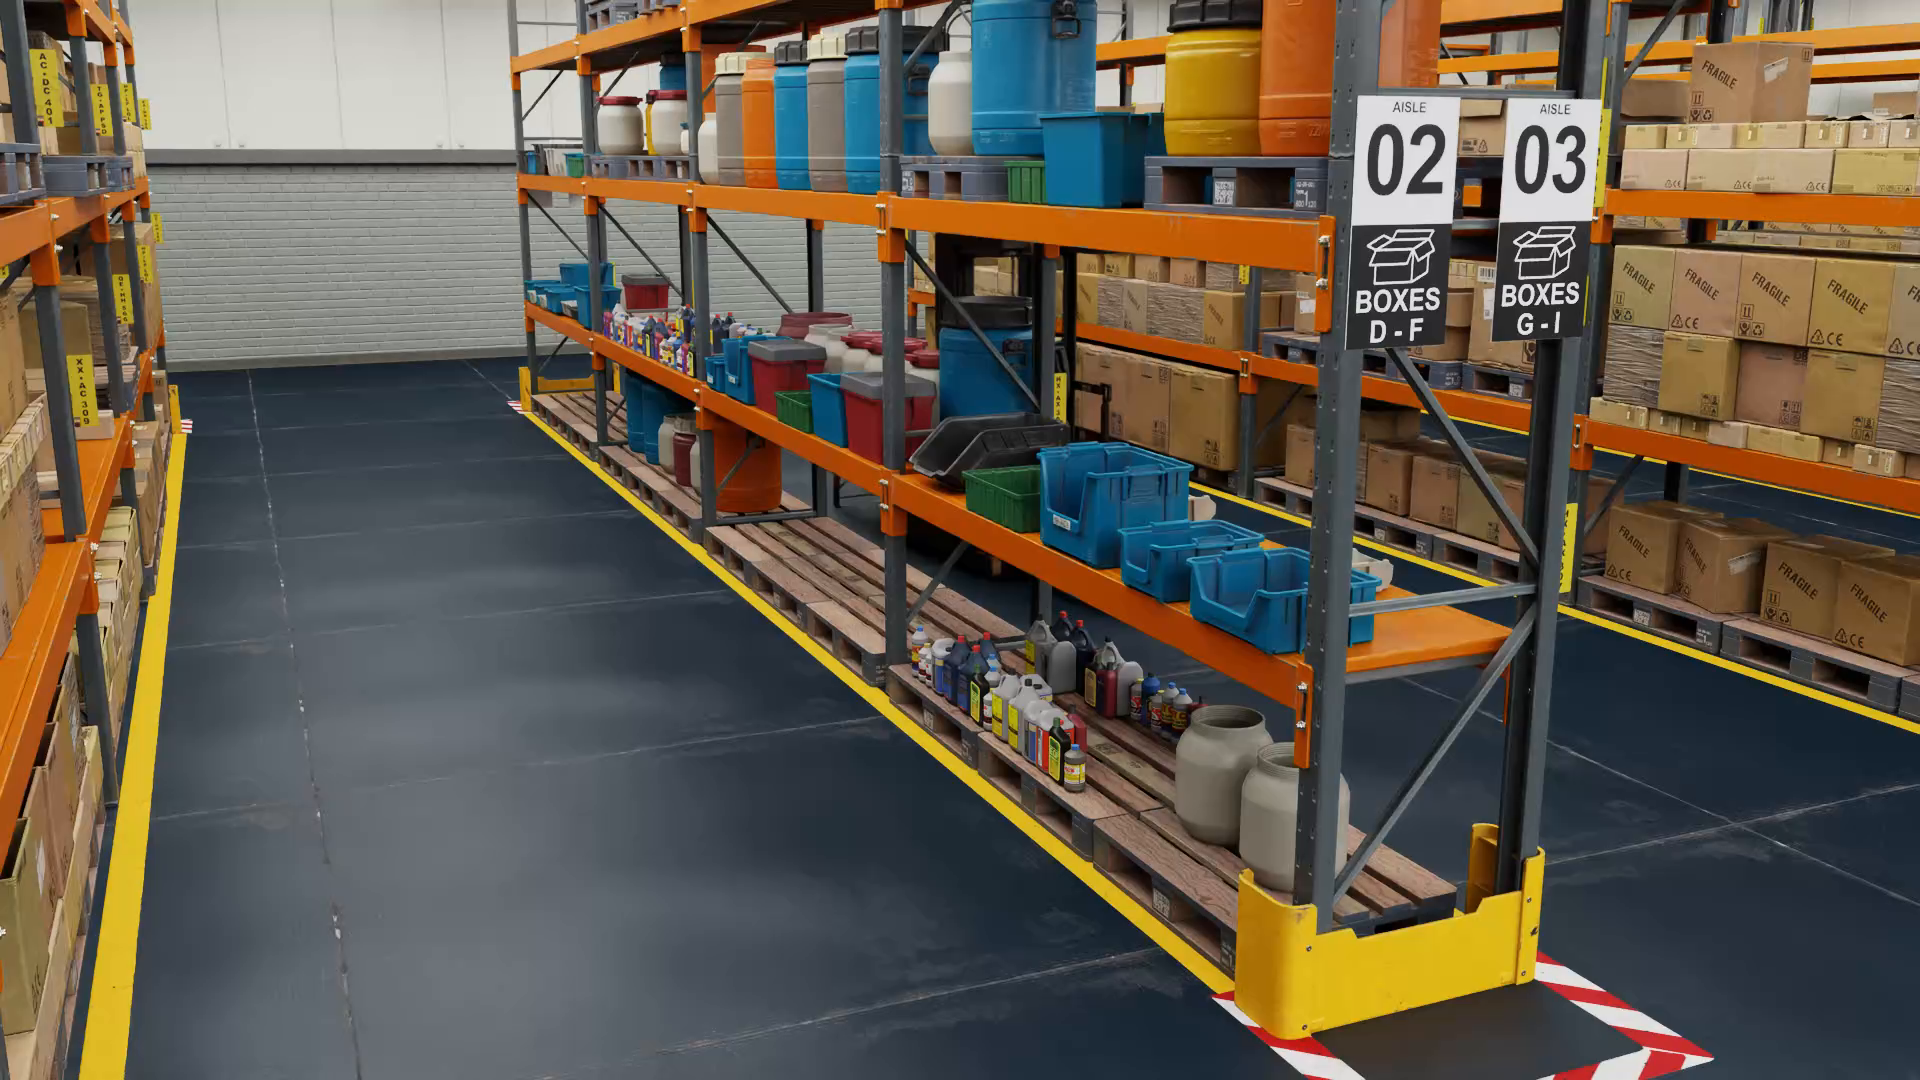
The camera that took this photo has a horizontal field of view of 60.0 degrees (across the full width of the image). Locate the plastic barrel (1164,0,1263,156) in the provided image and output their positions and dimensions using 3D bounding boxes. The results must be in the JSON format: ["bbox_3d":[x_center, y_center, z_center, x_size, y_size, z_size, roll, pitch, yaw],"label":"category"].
[{"bbox_3d":[1.084,-1.767,6.349,0.600,0.588,0.600,0,13,0],"label":"plastic barrel"}]

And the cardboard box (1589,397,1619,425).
[{"bbox_3d":[4.404,-0.865,11.011,0.380,0.149,0.250,-6,14,-23],"label":"cardboard box"}]

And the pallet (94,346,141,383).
[{"bbox_3d":[-6.871,-1.299,12.755,1.003,0.211,1.213,-6,14,-23],"label":"pallet"}]

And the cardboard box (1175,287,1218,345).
[{"bbox_3d":[2.372,-2.117,15.642,0.500,0.500,0.500,-6,14,-23],"label":"cardboard box"}]

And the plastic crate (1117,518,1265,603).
[{"bbox_3d":[0.928,0.077,6.717,0.499,0.251,0.408,-6,14,-23],"label":"plastic crate"}]

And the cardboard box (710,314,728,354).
[{"bbox_3d":[-2.126,-1.811,14.650,0.147,0.351,0.187,-6,14,-24],"label":"cardboard box"}]

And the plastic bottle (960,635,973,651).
[{"bbox_3d":[0.033,0.658,8.924,0.061,0.283,0.133,-6,14,-23],"label":"plastic bottle"}]

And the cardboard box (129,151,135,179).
[{"bbox_3d":[-7.854,-3.432,15.227,0.500,0.250,0.500,-6,14,-23],"label":"cardboard box"}]

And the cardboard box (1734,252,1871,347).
[{"bbox_3d":[4.942,-1.417,9.741,0.500,0.500,0.500,-6,14,-23],"label":"cardboard box"}]

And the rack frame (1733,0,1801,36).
[{"bbox_3d":[10.469,-6.529,21.624,1.000,3.000,0.127,-6,14,-23],"label":"rack frame"}]

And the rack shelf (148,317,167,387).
[{"bbox_3d":[-8.491,-1.880,16.437,1.077,0.370,4.000,-6,14,-23],"label":"rack shelf"}]

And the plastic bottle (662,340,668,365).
[{"bbox_3d":[-2.456,-1.580,13.984,0.097,0.201,0.097,0,13,0],"label":"plastic bottle"}]

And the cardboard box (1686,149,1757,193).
[{"bbox_3d":[4.755,-2.222,9.998,0.500,0.250,0.500,-6,14,-23],"label":"cardboard box"}]

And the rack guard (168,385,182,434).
[{"bbox_3d":[-9.262,-1.410,18.355,1.175,0.500,0.348,-6,14,-23],"label":"rack guard"}]

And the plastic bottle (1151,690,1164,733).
[{"bbox_3d":[1.000,0.849,8.278,0.097,0.201,0.097,0,13,0],"label":"plastic bottle"}]

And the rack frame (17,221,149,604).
[{"bbox_3d":[-6.087,-0.991,11.000,1.000,3.000,0.127,-6,14,-23],"label":"rack frame"}]

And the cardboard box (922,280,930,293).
[{"bbox_3d":[-0.270,-3.259,21.358,0.380,0.149,0.250,-6,14,-24],"label":"cardboard box"}]

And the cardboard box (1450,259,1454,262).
[{"bbox_3d":[5.828,-3.331,19.415,0.380,0.149,0.250,-5,14,-21],"label":"cardboard box"}]

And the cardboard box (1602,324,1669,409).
[{"bbox_3d":[4.717,-1.154,10.821,0.875,0.500,0.500,-6,14,-23],"label":"cardboard box"}]

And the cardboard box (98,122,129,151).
[{"bbox_3d":[-7.657,-3.572,14.724,0.500,0.250,0.500,-6,14,-23],"label":"cardboard box"}]

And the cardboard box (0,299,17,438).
[{"bbox_3d":[-4.098,-0.650,6.427,0.700,0.500,0.500,-6,14,-23],"label":"cardboard box"}]

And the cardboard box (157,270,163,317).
[{"bbox_3d":[-8.863,-2.625,17.836,0.500,0.500,0.500,-5,14,-21],"label":"cardboard box"}]

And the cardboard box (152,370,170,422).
[{"bbox_3d":[-8.848,-1.550,17.984,0.500,0.500,0.500,-6,14,-23],"label":"cardboard box"}]

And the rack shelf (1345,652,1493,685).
[{"bbox_3d":[0.856,0.083,7.638,0.831,0.071,3.687,-6,14,-23],"label":"rack shelf"}]

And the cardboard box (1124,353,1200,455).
[{"bbox_3d":[2.384,-1.384,16.477,1.225,0.875,0.875,-6,14,-23],"label":"cardboard box"}]

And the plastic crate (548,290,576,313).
[{"bbox_3d":[-4.307,-2.623,18.291,0.416,0.233,0.300,-6,14,-23],"label":"plastic crate"}]

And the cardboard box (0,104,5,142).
[{"bbox_3d":[-4.946,-1.999,8.103,0.500,0.250,0.500,-7,15,-28],"label":"cardboard box"}]

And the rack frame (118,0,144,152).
[{"bbox_3d":[-9.292,-5.567,17.464,1.000,3.000,0.127,-6,14,-23],"label":"rack frame"}]

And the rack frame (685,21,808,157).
[{"bbox_3d":[-1.547,-4.360,12.253,1.000,3.000,0.127,-6,14,-23],"label":"rack frame"}]

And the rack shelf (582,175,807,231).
[{"bbox_3d":[-2.348,-2.962,14.458,1.077,0.370,4.000,-6,14,-23],"label":"rack shelf"}]

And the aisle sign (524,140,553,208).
[{"bbox_3d":[-5.053,-4.345,19.726,0.394,0.787,0.004,-6,14,-23],"label":"aisle sign"}]

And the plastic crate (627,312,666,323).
[{"bbox_3d":[-3.205,-2.274,16.994,0.396,0.136,0.243,-6,14,-23],"label":"plastic crate"}]

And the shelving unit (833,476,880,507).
[{"bbox_3d":[11.197,-2.666,11.584,18.801,6.000,16.628,-7,15,-29],"label":"shelving unit"}]

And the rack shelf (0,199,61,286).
[{"bbox_3d":[-3.684,-0.862,5.386,1.077,0.370,4.000,-6,14,-23],"label":"rack shelf"}]

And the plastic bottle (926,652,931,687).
[{"bbox_3d":[-0.137,0.685,8.987,0.097,0.201,0.097,0,13,0],"label":"plastic bottle"}]

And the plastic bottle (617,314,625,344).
[{"bbox_3d":[-3.145,-1.969,15.512,0.097,0.271,0.097,0,13,0],"label":"plastic bottle"}]

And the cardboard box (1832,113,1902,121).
[{"bbox_3d":[8.071,-3.604,14.683,0.500,0.311,0.500,-6,14,-24],"label":"cardboard box"}]

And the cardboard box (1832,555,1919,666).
[{"bbox_3d":[5.457,0.399,9.606,0.500,0.500,0.500,-4,14,-18],"label":"cardboard box"}]

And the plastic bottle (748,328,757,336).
[{"bbox_3d":[-2.200,-1.909,15.252,0.097,0.271,2.212,-6,14,-23],"label":"plastic bottle"}]

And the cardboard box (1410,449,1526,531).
[{"bbox_3d":[3.969,-0.400,13.013,0.700,0.500,0.500,-7,15,-28],"label":"cardboard box"}]

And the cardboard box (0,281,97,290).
[{"bbox_3d":[-7.371,-1.816,13.412,0.700,0.500,0.500,-3,13,-14],"label":"cardboard box"}]

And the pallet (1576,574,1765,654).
[{"bbox_3d":[4.895,0.435,11.020,1.003,0.211,1.213,-6,14,-23],"label":"pallet"}]

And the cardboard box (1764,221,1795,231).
[{"bbox_3d":[10.611,-3.923,21.228,0.500,0.500,0.500,-6,14,-23],"label":"cardboard box"}]

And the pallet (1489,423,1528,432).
[{"bbox_3d":[8.019,-2.142,22.155,6.027,0.211,6.516,-6,14,-23],"label":"pallet"}]

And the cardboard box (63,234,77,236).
[{"bbox_3d":[-8.337,-2.540,15.253,0.500,0.500,0.500,-6,14,-24],"label":"cardboard box"}]

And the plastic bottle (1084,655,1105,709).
[{"bbox_3d":[0.700,0.726,8.630,0.061,0.283,0.133,-6,14,-23],"label":"plastic bottle"}]

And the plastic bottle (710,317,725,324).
[{"bbox_3d":[-2.200,-1.896,15.185,0.152,0.276,0.135,-6,14,-23],"label":"plastic bottle"}]

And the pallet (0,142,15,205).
[{"bbox_3d":[-3.635,-1.157,5.262,1.003,0.211,1.213,-6,14,-23],"label":"pallet"}]

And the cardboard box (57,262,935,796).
[{"bbox_3d":[-1.721,-1.381,12.889,10.408,1.989,14.337,-6,14,-24],"label":"cardboard box"}]

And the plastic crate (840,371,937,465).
[{"bbox_3d":[-0.419,-0.715,9.664,0.402,0.464,0.583,-6,14,-23],"label":"plastic crate"}]

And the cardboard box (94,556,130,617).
[{"bbox_3d":[-5.039,0.272,9.466,0.500,0.311,0.500,-5,14,-21],"label":"cardboard box"}]

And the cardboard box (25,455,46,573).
[{"bbox_3d":[-4.301,-0.122,7.024,0.700,0.500,0.500,-6,14,-24],"label":"cardboard box"}]

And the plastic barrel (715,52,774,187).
[{"bbox_3d":[-1.417,-2.954,11.717,0.600,0.901,0.600,0,13,0],"label":"plastic barrel"}]

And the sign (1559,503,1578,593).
[{"bbox_3d":[2.163,0.031,5.968,0.100,0.325,0.005,-6,14,-23],"label":"sign"}]

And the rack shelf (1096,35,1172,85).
[{"bbox_3d":[2.190,-4.676,16.097,1.077,0.370,4.000,-6,14,-23],"label":"rack shelf"}]

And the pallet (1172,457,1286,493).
[{"bbox_3d":[2.744,-0.696,15.910,1.003,0.211,1.213,-6,14,-23],"label":"pallet"}]
